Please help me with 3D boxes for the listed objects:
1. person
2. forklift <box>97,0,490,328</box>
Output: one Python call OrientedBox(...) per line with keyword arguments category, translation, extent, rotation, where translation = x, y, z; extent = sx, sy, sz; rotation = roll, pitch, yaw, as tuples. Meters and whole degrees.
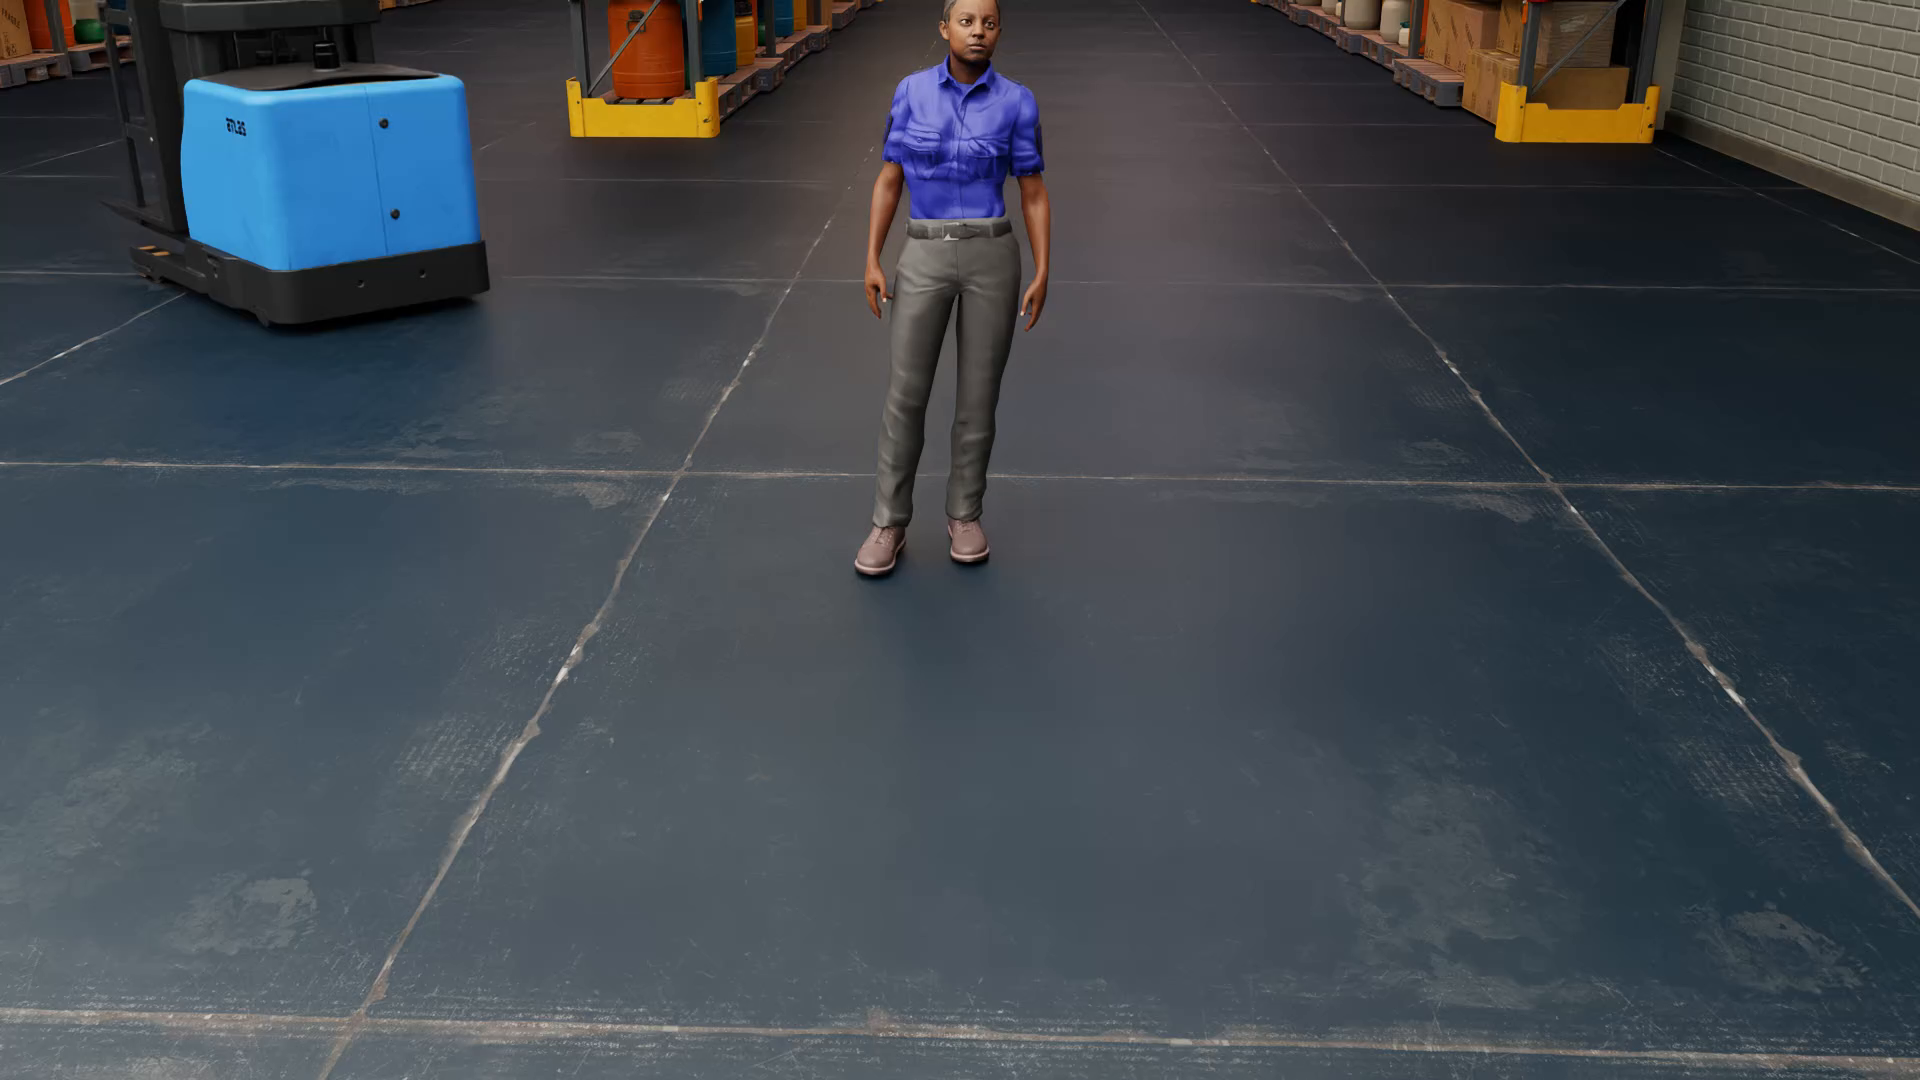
OrientedBox(category="person", translation=(-0.023, -0.744, 4.817), extent=(0.569, 1.656, 0.503), rotation=(1, 22, 2))
OrientedBox(category="forklift", translation=(-3.656, -2.785, 8.243), extent=(1.130, 2.935, 3.031), rotation=(-19, 29, -39))
